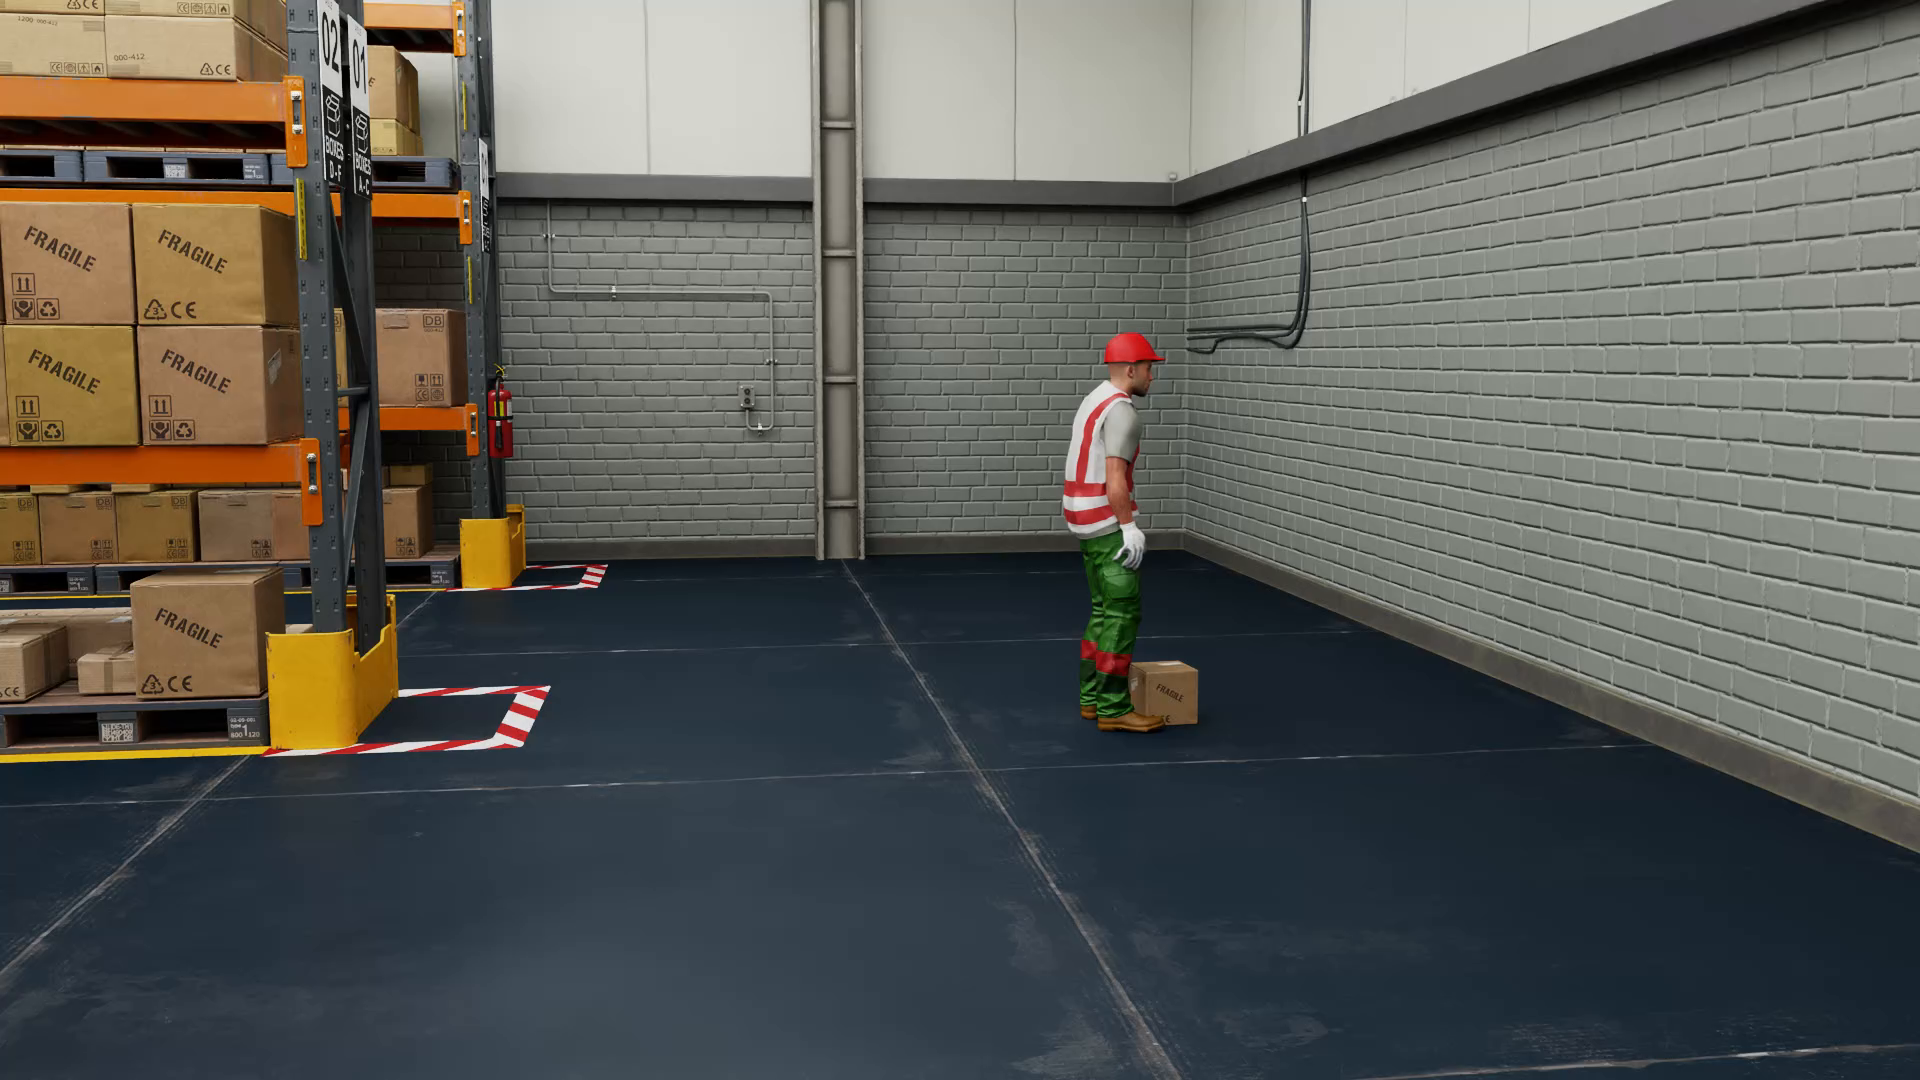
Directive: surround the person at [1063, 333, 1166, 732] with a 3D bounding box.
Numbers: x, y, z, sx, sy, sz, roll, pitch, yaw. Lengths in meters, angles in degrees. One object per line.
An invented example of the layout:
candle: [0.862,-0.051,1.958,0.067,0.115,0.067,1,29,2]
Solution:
person: [0.709,-0.046,7.557,0.453,1.778,0.606,-1,6,-9]
